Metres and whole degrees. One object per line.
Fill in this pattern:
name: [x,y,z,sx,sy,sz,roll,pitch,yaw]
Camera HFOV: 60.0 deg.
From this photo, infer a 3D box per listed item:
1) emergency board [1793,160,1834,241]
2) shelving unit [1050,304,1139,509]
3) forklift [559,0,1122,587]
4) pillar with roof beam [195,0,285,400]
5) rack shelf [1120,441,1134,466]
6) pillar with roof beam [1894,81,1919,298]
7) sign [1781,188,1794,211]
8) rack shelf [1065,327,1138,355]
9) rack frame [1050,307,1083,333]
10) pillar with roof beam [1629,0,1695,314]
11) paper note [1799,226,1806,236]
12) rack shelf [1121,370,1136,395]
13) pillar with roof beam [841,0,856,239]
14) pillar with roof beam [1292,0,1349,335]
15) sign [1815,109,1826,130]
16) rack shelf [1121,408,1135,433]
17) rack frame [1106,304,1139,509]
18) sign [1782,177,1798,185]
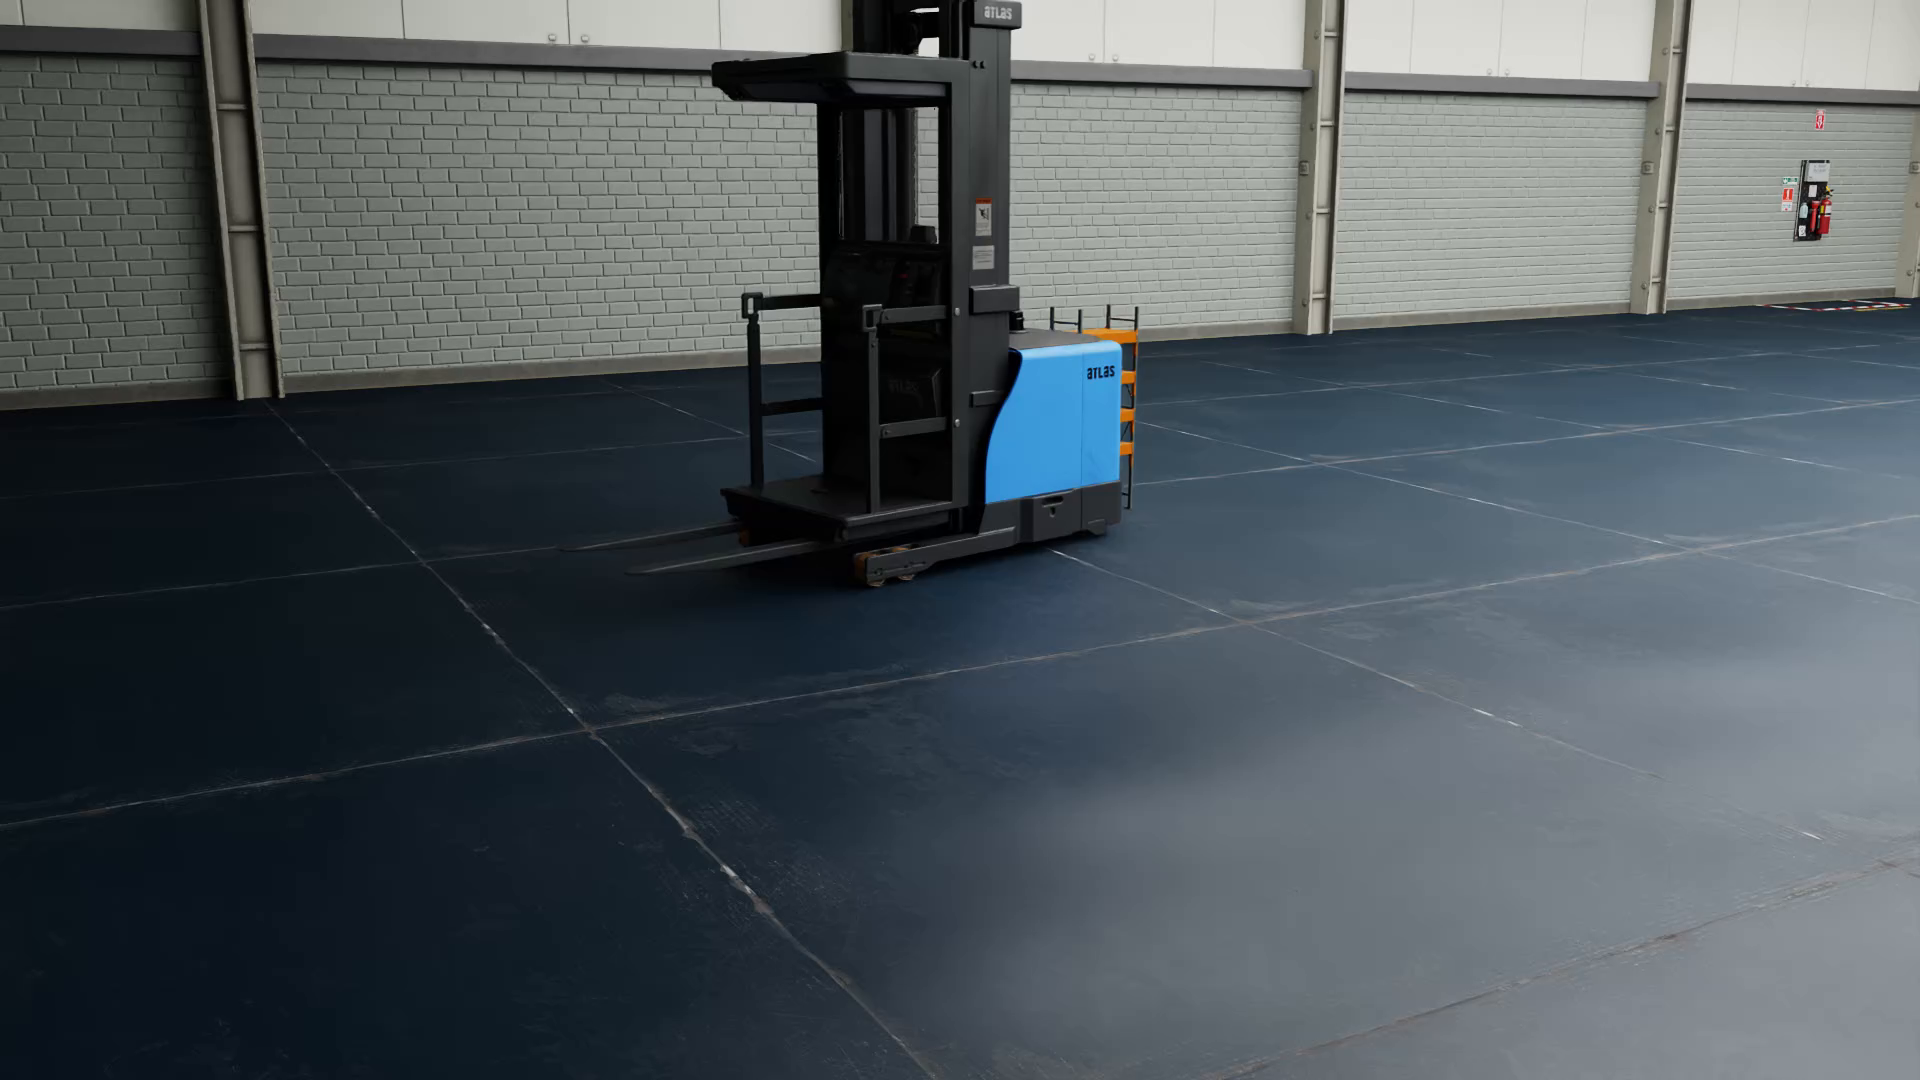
emergency board: [12.655,-5.008,24.531,0.643,1.169,0.194,-7,14,-28]
shelving unit: [0.771,-0.760,9.728,0.503,1.200,0.258,-10,16,-43]
forklift: [-0.546,-1.332,8.351,3.031,2.935,1.130,-11,17,-40]
pillar with roof beam: [-4.161,-4.833,10.089,0.400,9.000,9.100,-7,14,-28]
rack shelf: [0.767,-0.500,9.782,0.480,0.148,0.258,-10,16,-43]
pillar with roof beam: [16.905,-7.358,21.308,0.400,9.000,9.100,-7,14,-28]
sign: [12.120,-4.987,24.357,0.234,0.329,0.001,-7,14,-28]
rack shelf: [0.778,-1.145,9.647,0.480,0.148,0.258,-10,16,-43]
rack frame: [0.594,-0.729,9.562,0.015,1.200,0.240,-10,16,-43]
pillar with roof beam: [11.638,-6.727,18.503,0.400,9.000,9.100,-7,14,-28]
paper note: [12.466,-4.573,24.604,0.142,0.148,0.016,-7,14,-28]
rack shelf: [0.774,-0.913,9.696,0.480,0.148,0.258,-10,16,-43]
pillar with roof beam: [1.106,-5.464,12.894,0.400,9.000,9.100,-7,14,-28]
pillar with roof beam: [6.372,-6.095,15.699,0.400,9.000,9.100,-7,14,-28]
sign: [12.600,-6.157,24.358,0.199,0.298,0.001,-7,14,-28]
rack shelf: [0.770,-0.694,9.741,0.480,0.148,0.258,-10,16,-43]
rack frame: [0.948,-0.792,9.893,0.015,1.200,0.240,-10,16,-43]
sign: [12.128,-5.245,24.293,0.331,0.109,0.001,-7,14,-28]
